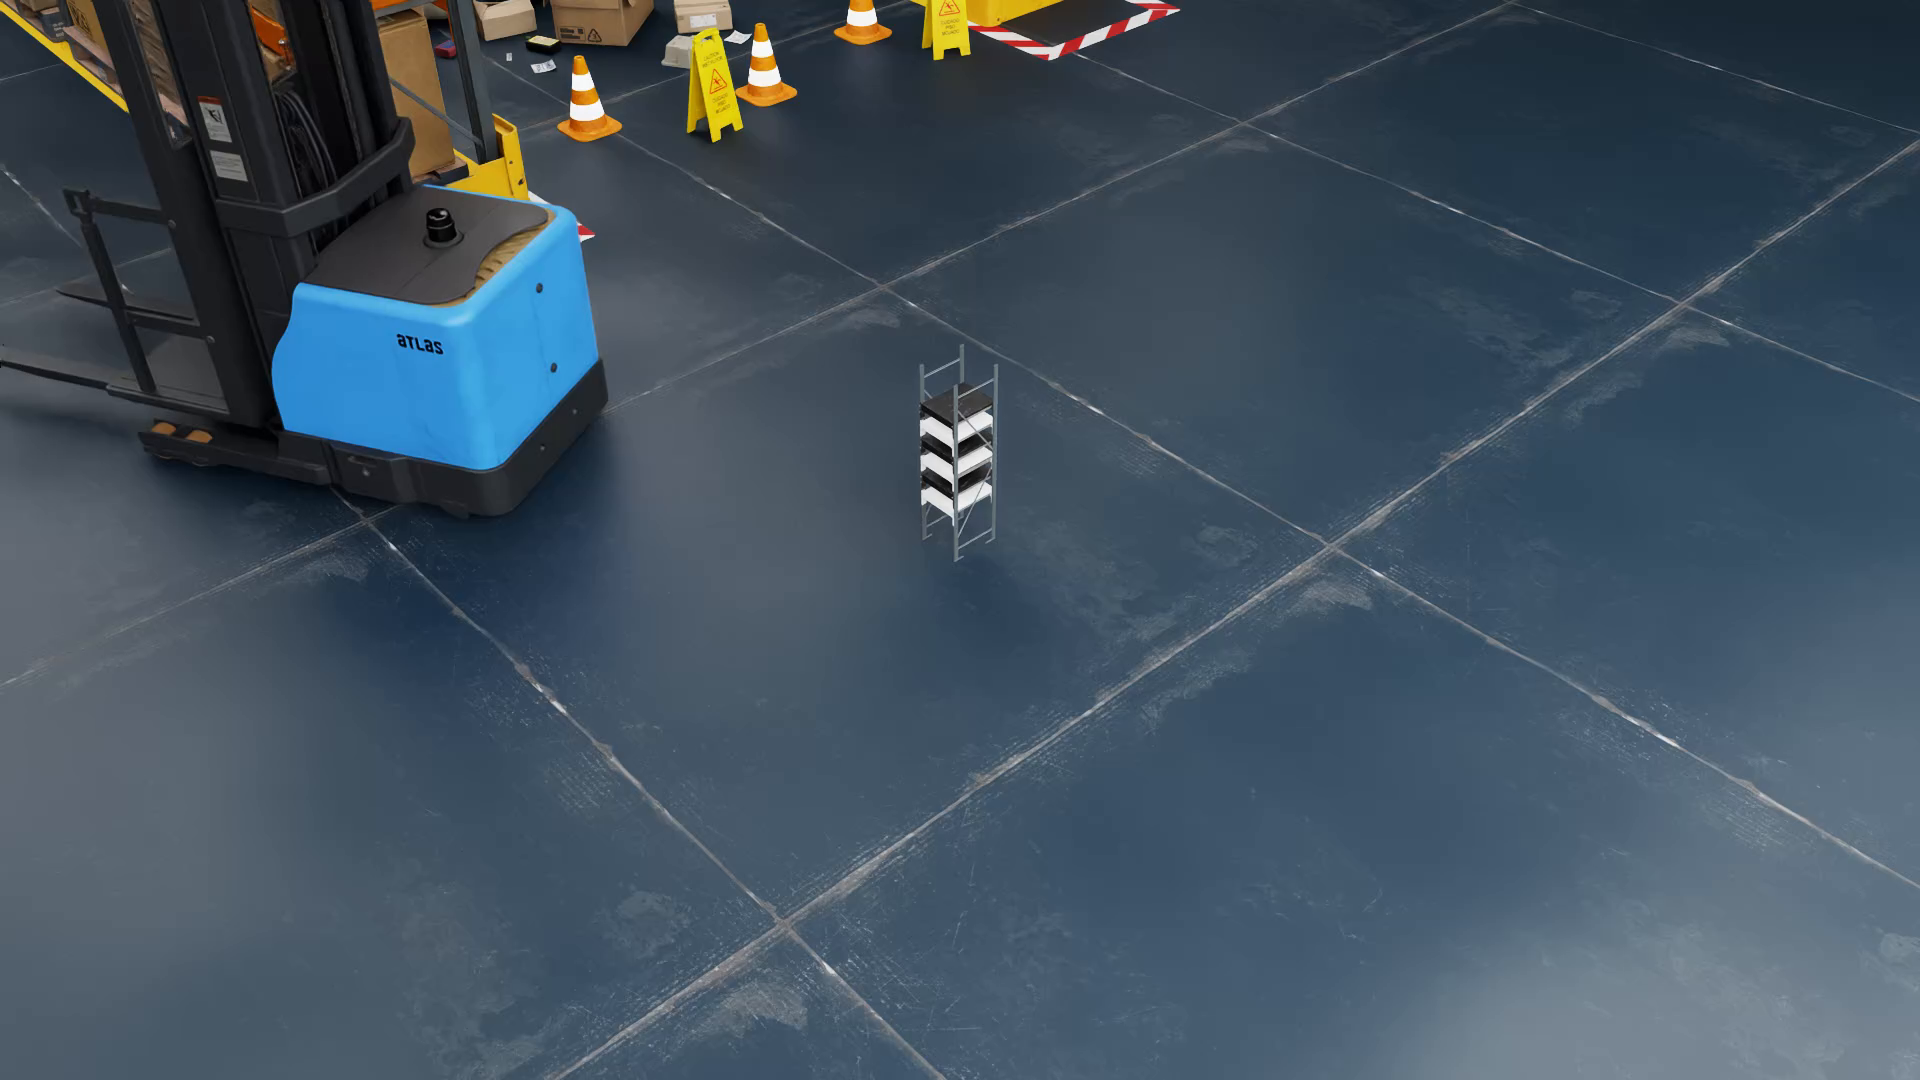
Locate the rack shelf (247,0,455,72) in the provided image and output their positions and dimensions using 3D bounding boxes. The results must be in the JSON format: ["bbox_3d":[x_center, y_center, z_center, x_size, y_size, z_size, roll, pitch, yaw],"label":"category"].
[{"bbox_3d":[-4.367,-3.555,9.837,1.077,0.370,4.000,-30,48,-32],"label":"rack shelf"}]

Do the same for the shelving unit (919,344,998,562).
[{"bbox_3d":[-0.005,-0.354,6.972,0.258,0.900,0.210,-30,48,-32],"label":"shelving unit"}]

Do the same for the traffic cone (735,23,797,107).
[{"bbox_3d":[-1.266,-3.095,10.714,0.336,0.463,0.334,-30,48,-32],"label":"traffic cone"}]

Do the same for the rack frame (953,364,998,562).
[{"bbox_3d":[0.063,-0.307,6.914,0.240,0.900,0.006,-30,48,-32],"label":"rack frame"}]

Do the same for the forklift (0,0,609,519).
[{"bbox_3d":[-3.258,-1.780,7.122,3.031,2.935,1.130,12,40,14],"label":"forklift"}]

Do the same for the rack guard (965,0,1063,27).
[{"bbox_3d":[0.512,-4.123,11.957,1.175,0.500,0.348,-30,48,-32],"label":"rack guard"}]

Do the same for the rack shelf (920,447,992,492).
[{"bbox_3d":[-0.005,-0.328,6.993,0.258,0.077,0.200,-30,48,-32],"label":"rack shelf"}]

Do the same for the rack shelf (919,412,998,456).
[{"bbox_3d":[-0.005,-0.468,6.880,0.258,0.077,0.200,-30,48,-32],"label":"rack shelf"}]

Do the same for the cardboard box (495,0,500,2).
[{"bbox_3d":[-3.128,-4.308,12.075,0.797,0.637,0.503,-30,48,-32],"label":"cardboard box"}]

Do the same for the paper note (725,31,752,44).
[{"bbox_3d":[-1.542,-3.496,11.555,0.142,0.019,0.148,18,42,21],"label":"paper note"}]

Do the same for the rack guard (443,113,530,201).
[{"bbox_3d":[-2.998,-1.926,9.237,1.175,0.500,0.348,-30,48,-32],"label":"rack guard"}]

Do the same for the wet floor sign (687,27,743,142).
[{"bbox_3d":[-1.537,-2.822,10.230,0.232,0.644,0.267,26,45,28],"label":"wet floor sign"}]

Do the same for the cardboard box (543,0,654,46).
[{"bbox_3d":[-2.490,-3.826,11.586,0.637,0.503,0.797,5,39,6],"label":"cardboard box"}]

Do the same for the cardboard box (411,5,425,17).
[{"bbox_3d":[-3.914,-3.507,11.192,0.500,0.500,0.500,-22,44,-25],"label":"cardboard box"}]

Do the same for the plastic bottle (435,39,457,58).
[{"bbox_3d":[-3.454,-3.389,11.398,0.133,0.061,0.283,18,42,21],"label":"plastic bottle"}]

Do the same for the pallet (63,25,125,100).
[{"bbox_3d":[-5.263,-3.291,11.157,1.003,0.211,1.213,-30,48,-32],"label":"pallet"}]

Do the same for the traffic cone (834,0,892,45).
[{"bbox_3d":[-0.678,-3.724,11.492,0.336,0.463,0.334,-30,48,-32],"label":"traffic cone"}]

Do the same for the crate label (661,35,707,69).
[{"bbox_3d":[-1.843,-3.305,11.234,0.298,0.136,0.250,11,40,13],"label":"crate label"}]

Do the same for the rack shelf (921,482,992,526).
[{"bbox_3d":[-0.005,-0.188,7.106,0.258,0.077,0.200,-30,48,-32],"label":"rack shelf"}]

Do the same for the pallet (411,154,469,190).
[{"bbox_3d":[-3.613,-2.162,9.758,1.003,0.211,1.213,-30,48,-32],"label":"pallet"}]

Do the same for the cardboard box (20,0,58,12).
[{"bbox_3d":[-6.206,-4.298,11.641,1.050,0.750,0.750,-30,48,-32],"label":"cardboard box"}]

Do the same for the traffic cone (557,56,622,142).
[{"bbox_3d":[-2.328,-2.772,10.314,0.336,0.463,0.334,-30,48,-32],"label":"traffic cone"}]

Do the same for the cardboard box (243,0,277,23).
[{"bbox_3d":[-3.299,-3.120,8.607,0.875,0.550,0.550,-30,48,-32],"label":"cardboard box"}]

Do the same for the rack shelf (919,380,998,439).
[{"bbox_3d":[-0.005,-0.538,6.823,0.258,0.077,0.200,-30,48,-32],"label":"rack shelf"}]

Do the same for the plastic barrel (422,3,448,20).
[{"bbox_3d":[-3.823,-3.885,11.724,0.512,0.421,0.421,-2,39,-2],"label":"plastic barrel"}]

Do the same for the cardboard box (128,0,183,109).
[{"bbox_3d":[-4.734,-3.361,10.381,0.875,0.875,0.875,-30,47,-31],"label":"cardboard box"}]

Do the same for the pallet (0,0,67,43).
[{"bbox_3d":[-6.297,-4.001,12.036,1.003,0.211,1.213,-30,48,-32],"label":"pallet"}]

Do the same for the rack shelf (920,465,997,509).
[{"bbox_3d":[-0.005,-0.258,7.049,0.258,0.077,0.200,-30,48,-32],"label":"rack shelf"}]

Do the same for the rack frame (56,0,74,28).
[{"bbox_3d":[-5.720,-4.761,10.757,1.000,3.000,0.127,-30,48,-32],"label":"rack frame"}]

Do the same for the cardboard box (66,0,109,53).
[{"bbox_3d":[-5.346,-3.777,10.896,0.875,0.875,0.875,-29,47,-31],"label":"cardboard box"}]

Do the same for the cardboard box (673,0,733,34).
[{"bbox_3d":[-1.811,-3.699,11.711,0.380,0.149,0.250,-8,40,-10],"label":"cardboard box"}]

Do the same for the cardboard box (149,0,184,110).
[{"bbox_3d":[-4.119,-2.938,9.858,0.875,0.875,0.875,-31,48,-32],"label":"cardboard box"}]

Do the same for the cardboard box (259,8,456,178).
[{"bbox_3d":[-3.522,-2.532,9.355,0.875,0.875,0.875,-30,47,-32],"label":"cardboard box"}]

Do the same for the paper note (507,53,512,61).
[{"bbox_3d":[-3.067,-3.287,11.312,0.032,0.001,0.123,-8,40,-10],"label":"paper note"}]

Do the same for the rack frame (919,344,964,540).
[{"bbox_3d":[-0.074,-0.401,7.030,0.240,0.900,0.006,-30,48,-32],"label":"rack frame"}]

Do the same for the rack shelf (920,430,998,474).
[{"bbox_3d":[-0.005,-0.398,6.936,0.258,0.077,0.200,-30,48,-32],"label":"rack shelf"}]

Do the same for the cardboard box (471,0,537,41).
[{"bbox_3d":[-3.201,-3.684,11.601,0.396,0.266,0.258,-22,44,-25],"label":"cardboard box"}]

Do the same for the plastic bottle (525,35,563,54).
[{"bbox_3d":[-2.884,-3.406,11.419,0.283,0.061,0.133,18,42,21],"label":"plastic bottle"}]

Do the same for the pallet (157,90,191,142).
[{"bbox_3d":[-4.434,-2.726,10.457,1.003,0.211,1.213,-30,48,-32],"label":"pallet"}]

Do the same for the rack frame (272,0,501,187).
[{"bbox_3d":[-3.015,-2.910,8.465,1.000,3.000,0.127,-30,48,-32],"label":"rack frame"}]

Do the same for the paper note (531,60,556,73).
[{"bbox_3d":[-2.796,-3.182,11.167,0.144,0.017,0.142,-15,41,-17],"label":"paper note"}]

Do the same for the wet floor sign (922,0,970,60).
[{"bbox_3d":[-0.097,-3.601,11.196,0.267,0.644,0.232,-15,41,-17],"label":"wet floor sign"}]
